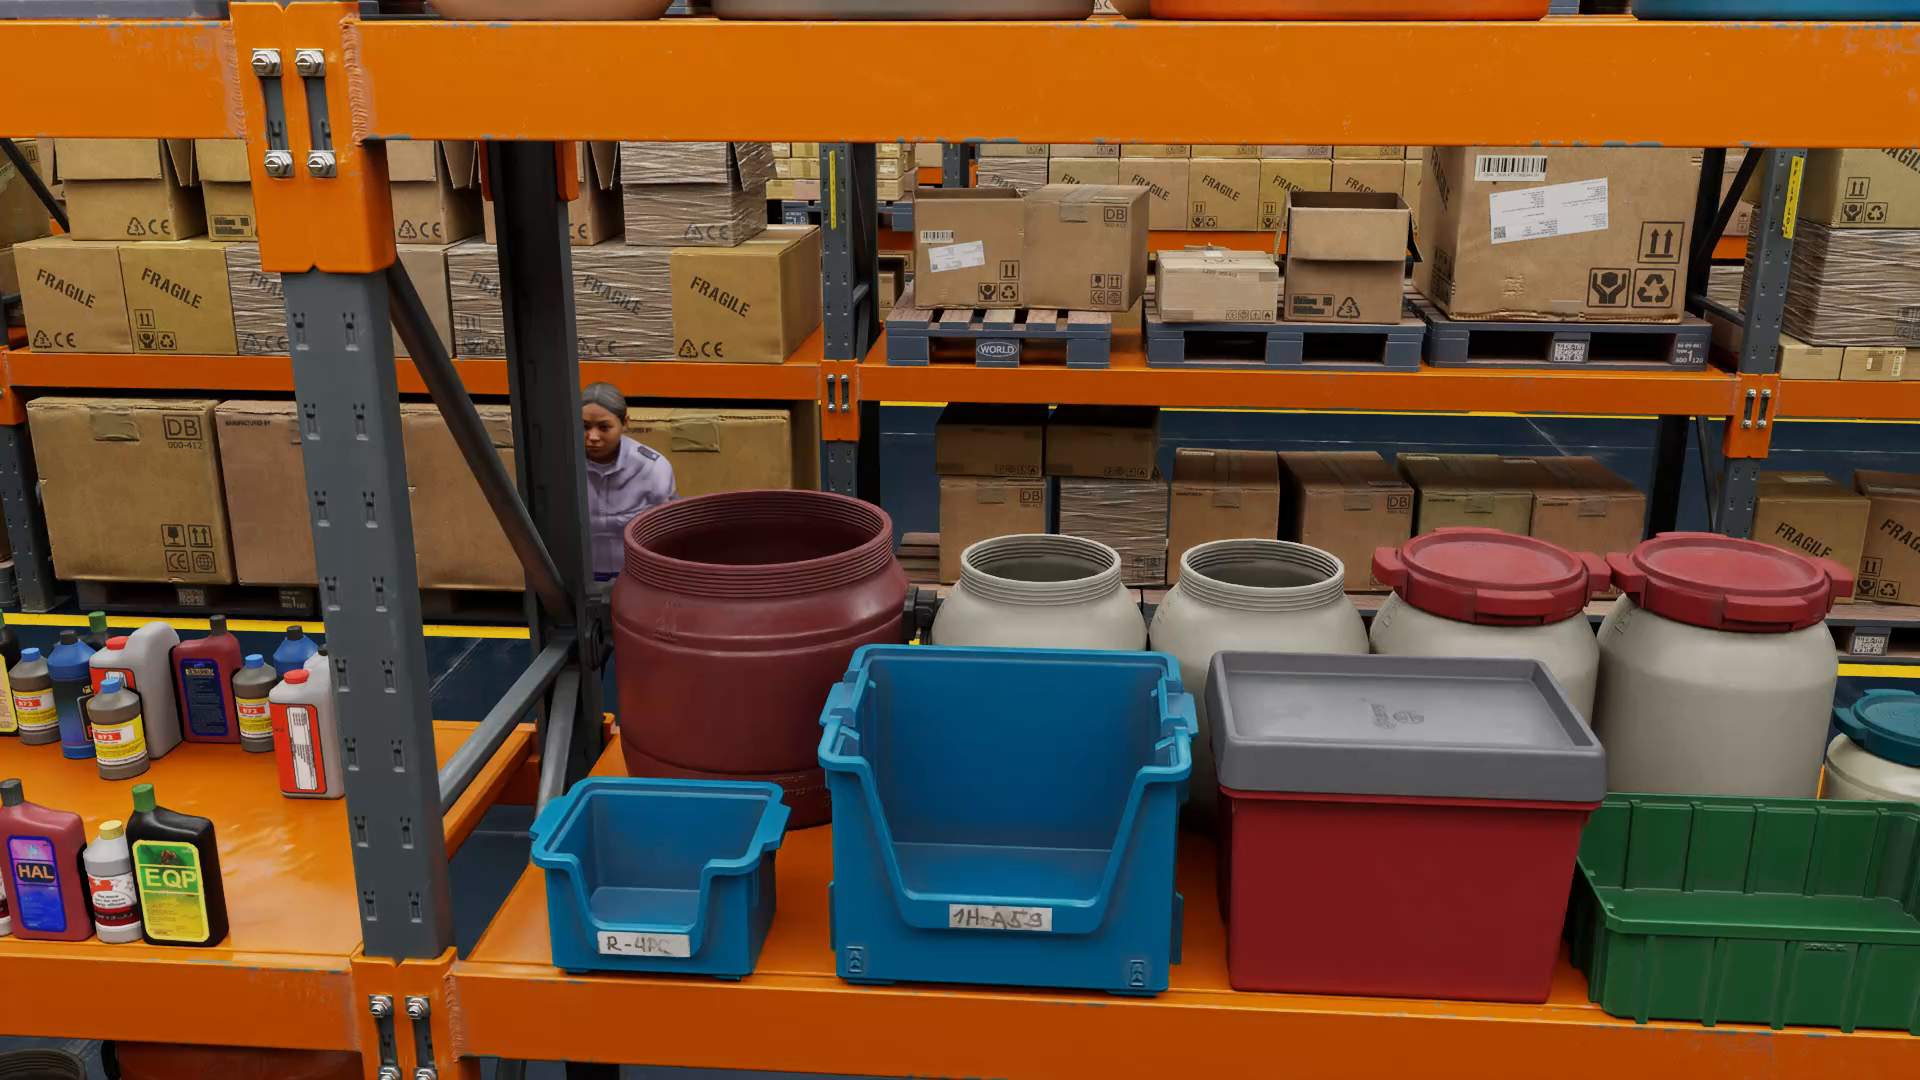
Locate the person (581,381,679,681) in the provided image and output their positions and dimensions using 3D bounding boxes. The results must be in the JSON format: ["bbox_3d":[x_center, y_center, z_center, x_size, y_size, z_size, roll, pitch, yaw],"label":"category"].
[{"bbox_3d":[-1.212,0.241,5.805,0.547,1.651,0.367,1,18,3],"label":"person"}]
